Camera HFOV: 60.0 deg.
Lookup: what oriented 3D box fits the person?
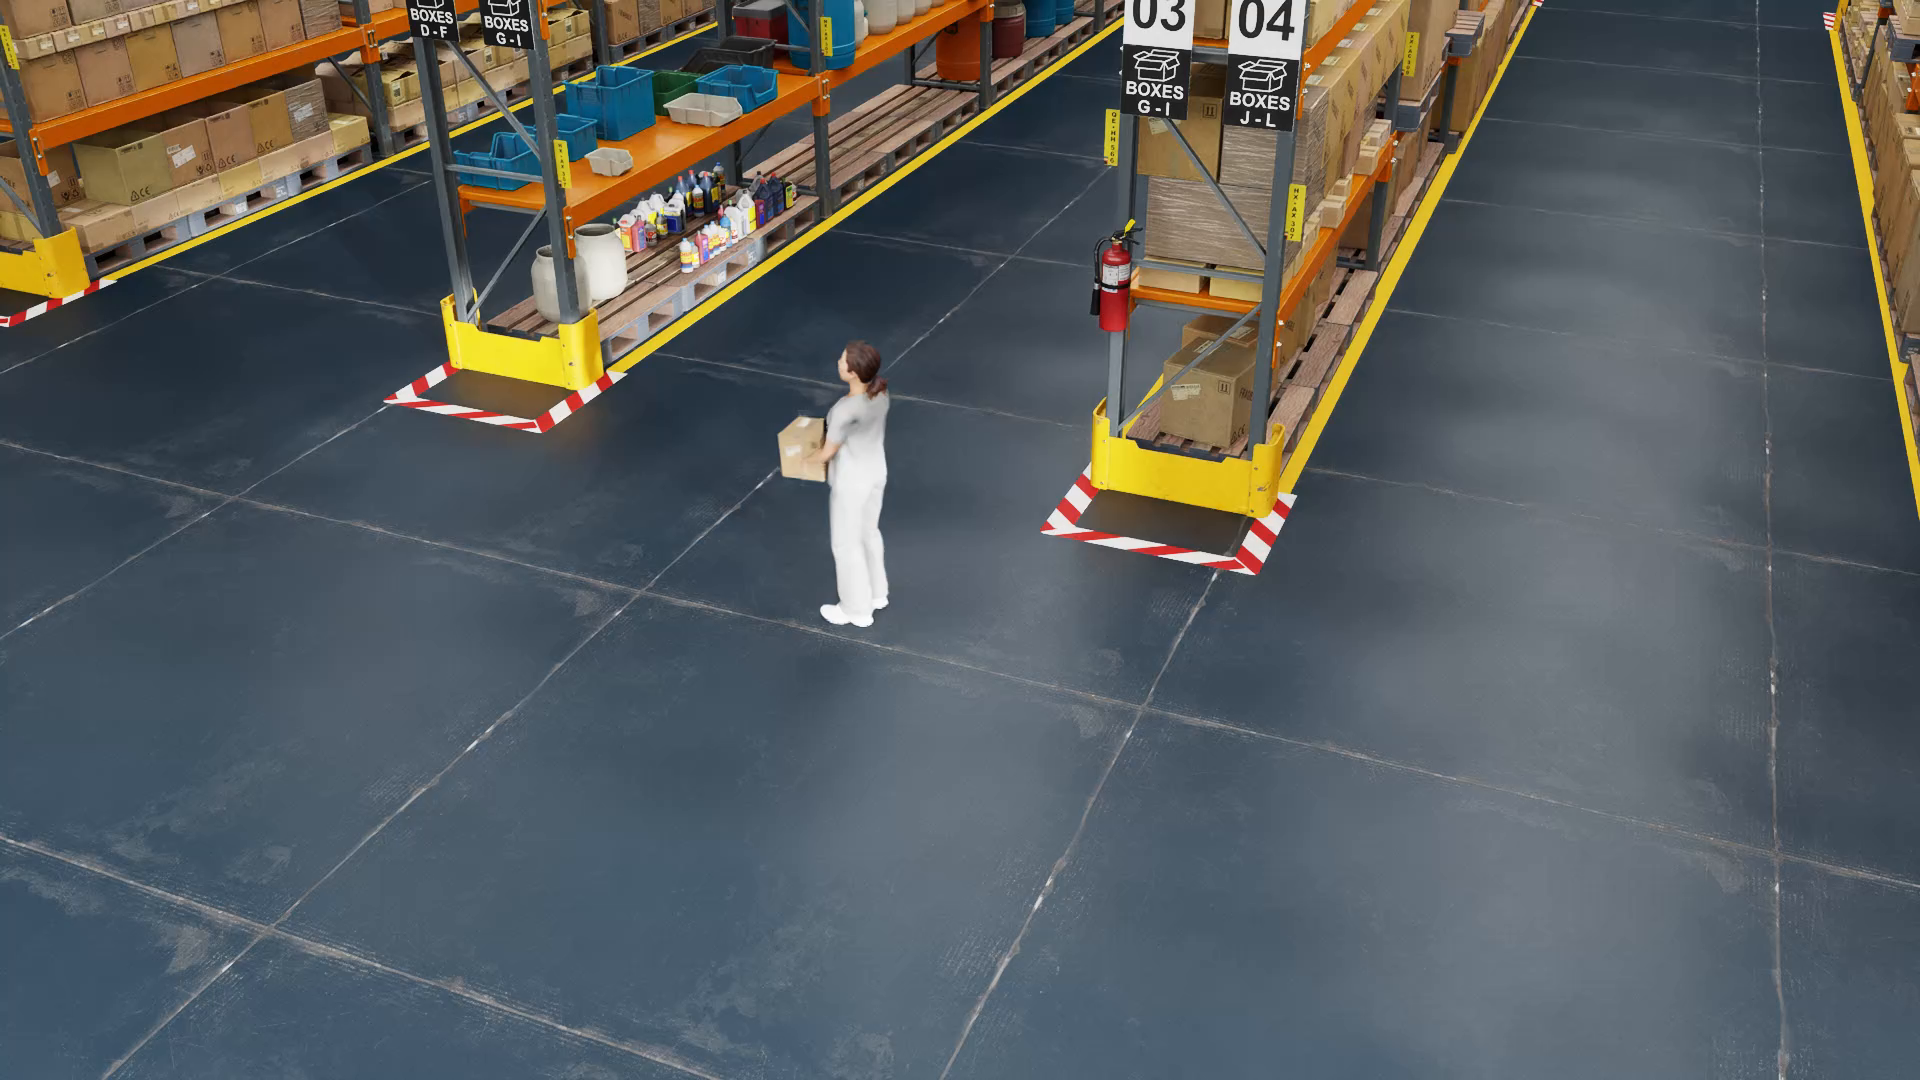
[{"bbox_3d":[-0.611,-0.324,8.961,0.544,1.673,0.445,16,34,26],"label":"person"}]
